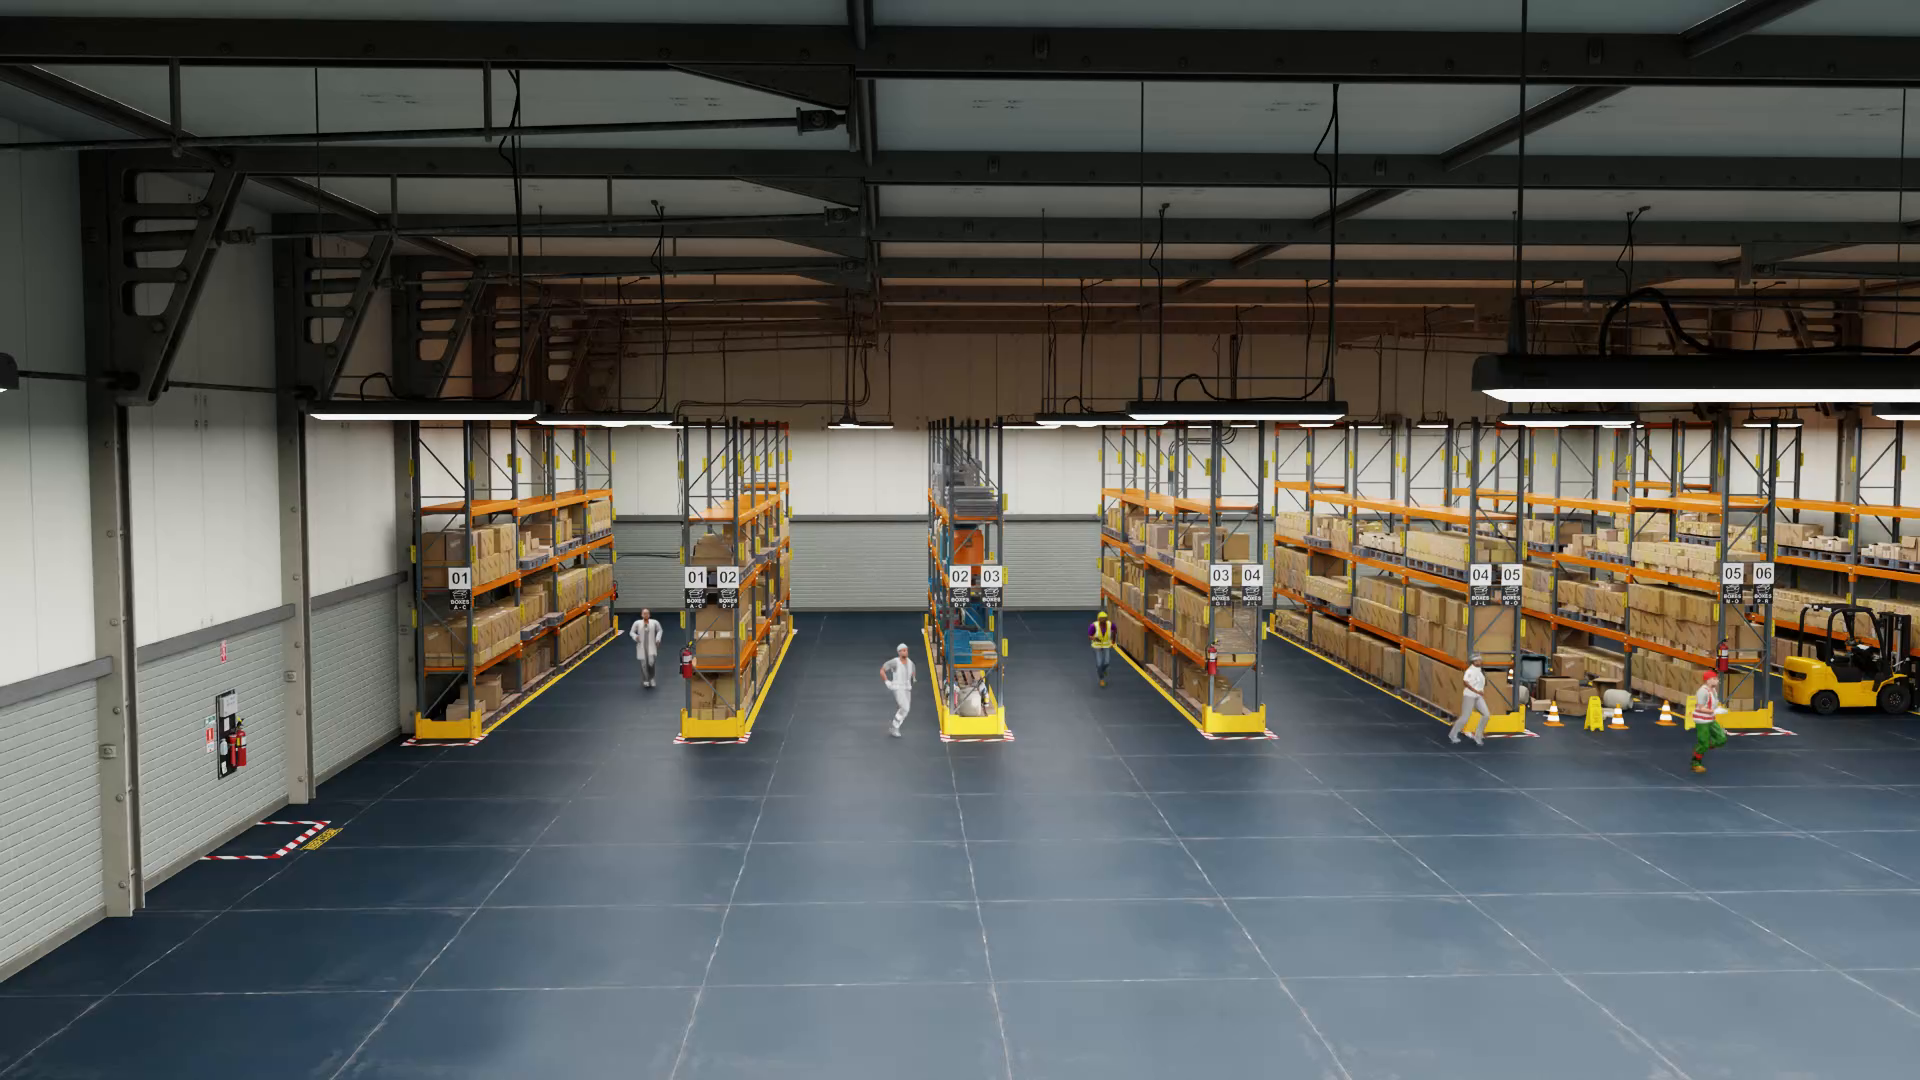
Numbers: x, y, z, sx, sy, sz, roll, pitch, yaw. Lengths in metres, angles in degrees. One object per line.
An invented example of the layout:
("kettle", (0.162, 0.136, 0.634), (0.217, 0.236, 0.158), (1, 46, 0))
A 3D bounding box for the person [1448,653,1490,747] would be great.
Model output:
("person", (9.402, 2.910, 30.512), (0.651, 1.711, 0.687), (-3, 5, -42))

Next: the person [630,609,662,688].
("person", (-7.014, 2.427, 37.141), (0.712, 1.773, 0.708), (-1, 4, -9))

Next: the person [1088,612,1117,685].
("person", (3.215, 2.446, 37.438), (0.680, 1.693, 0.702), (0, 4, -1))

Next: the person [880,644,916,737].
("person", (-1.072, 2.808, 31.090), (0.609, 1.734, 0.674), (4, 5, 44))

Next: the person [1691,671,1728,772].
("person", (12.542, 3.035, 27.793), (0.707, 1.728, 0.657), (-3, 5, -40))
